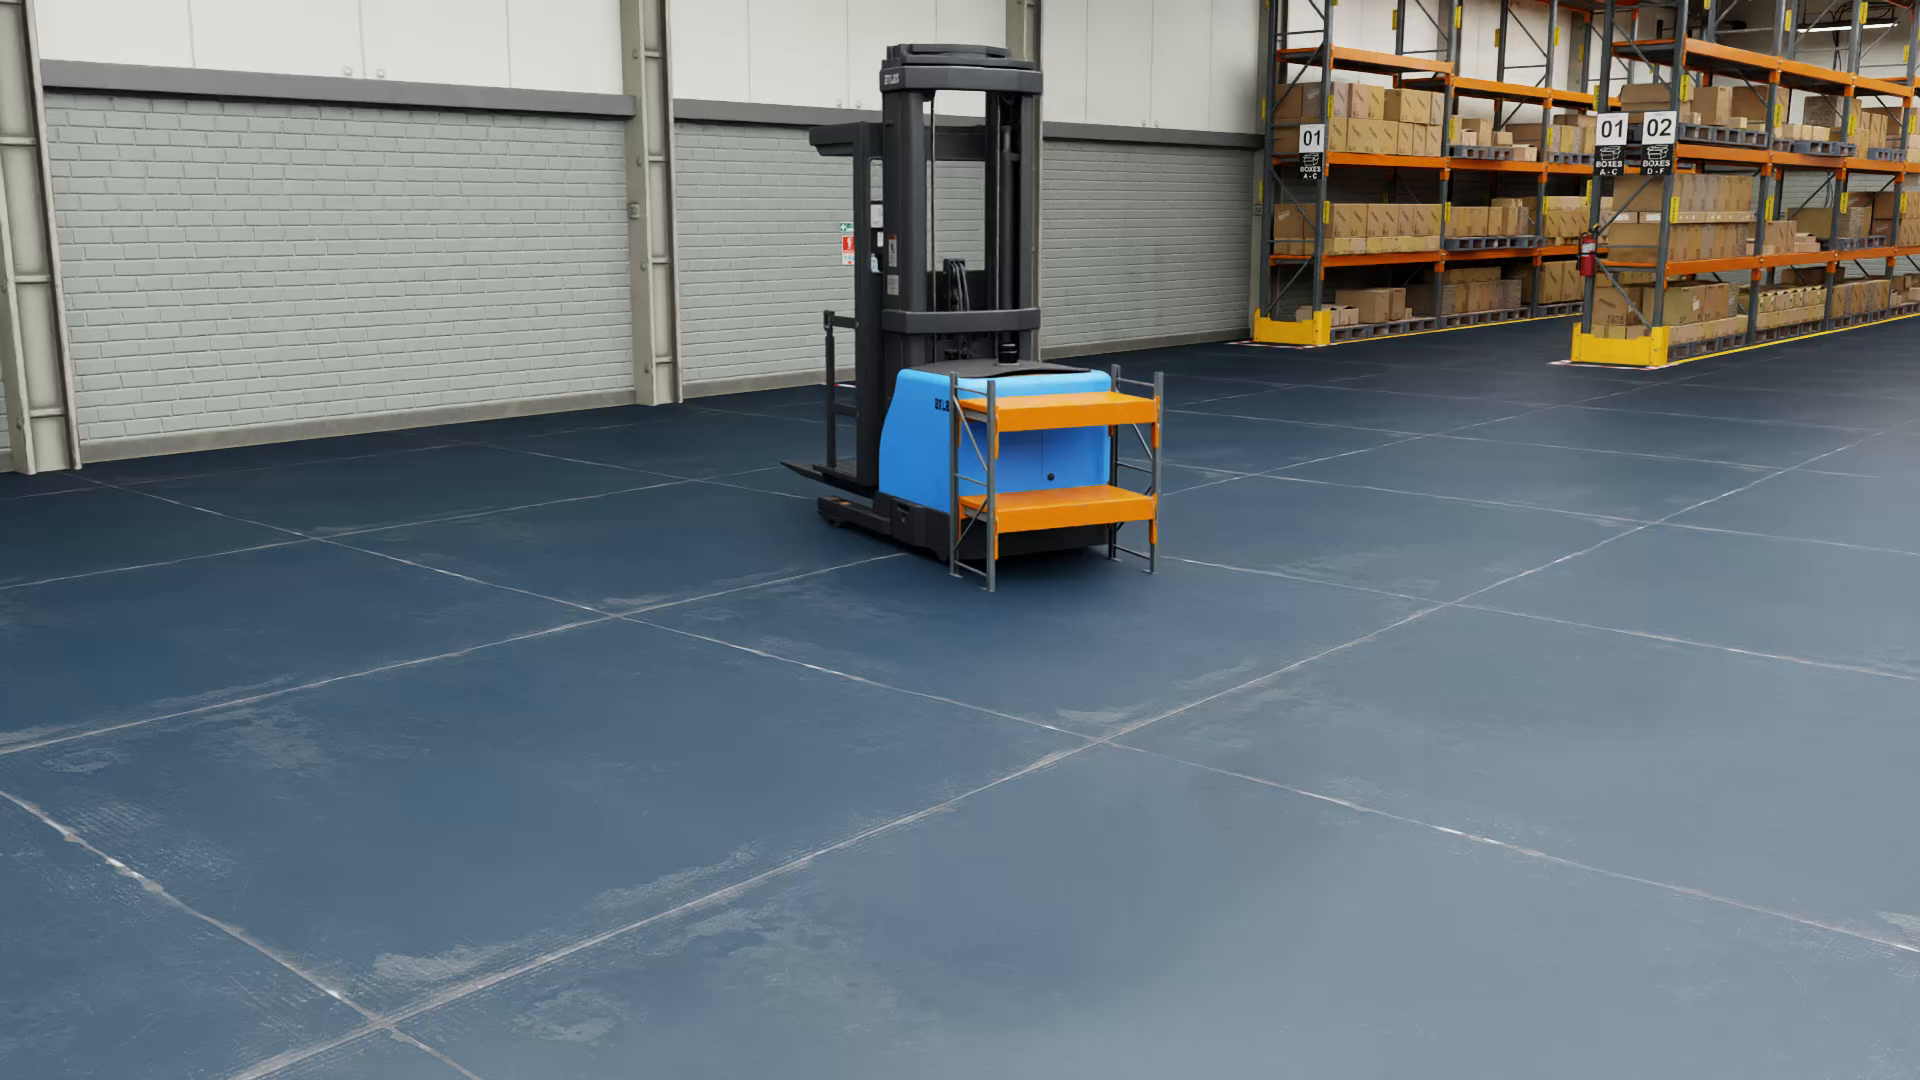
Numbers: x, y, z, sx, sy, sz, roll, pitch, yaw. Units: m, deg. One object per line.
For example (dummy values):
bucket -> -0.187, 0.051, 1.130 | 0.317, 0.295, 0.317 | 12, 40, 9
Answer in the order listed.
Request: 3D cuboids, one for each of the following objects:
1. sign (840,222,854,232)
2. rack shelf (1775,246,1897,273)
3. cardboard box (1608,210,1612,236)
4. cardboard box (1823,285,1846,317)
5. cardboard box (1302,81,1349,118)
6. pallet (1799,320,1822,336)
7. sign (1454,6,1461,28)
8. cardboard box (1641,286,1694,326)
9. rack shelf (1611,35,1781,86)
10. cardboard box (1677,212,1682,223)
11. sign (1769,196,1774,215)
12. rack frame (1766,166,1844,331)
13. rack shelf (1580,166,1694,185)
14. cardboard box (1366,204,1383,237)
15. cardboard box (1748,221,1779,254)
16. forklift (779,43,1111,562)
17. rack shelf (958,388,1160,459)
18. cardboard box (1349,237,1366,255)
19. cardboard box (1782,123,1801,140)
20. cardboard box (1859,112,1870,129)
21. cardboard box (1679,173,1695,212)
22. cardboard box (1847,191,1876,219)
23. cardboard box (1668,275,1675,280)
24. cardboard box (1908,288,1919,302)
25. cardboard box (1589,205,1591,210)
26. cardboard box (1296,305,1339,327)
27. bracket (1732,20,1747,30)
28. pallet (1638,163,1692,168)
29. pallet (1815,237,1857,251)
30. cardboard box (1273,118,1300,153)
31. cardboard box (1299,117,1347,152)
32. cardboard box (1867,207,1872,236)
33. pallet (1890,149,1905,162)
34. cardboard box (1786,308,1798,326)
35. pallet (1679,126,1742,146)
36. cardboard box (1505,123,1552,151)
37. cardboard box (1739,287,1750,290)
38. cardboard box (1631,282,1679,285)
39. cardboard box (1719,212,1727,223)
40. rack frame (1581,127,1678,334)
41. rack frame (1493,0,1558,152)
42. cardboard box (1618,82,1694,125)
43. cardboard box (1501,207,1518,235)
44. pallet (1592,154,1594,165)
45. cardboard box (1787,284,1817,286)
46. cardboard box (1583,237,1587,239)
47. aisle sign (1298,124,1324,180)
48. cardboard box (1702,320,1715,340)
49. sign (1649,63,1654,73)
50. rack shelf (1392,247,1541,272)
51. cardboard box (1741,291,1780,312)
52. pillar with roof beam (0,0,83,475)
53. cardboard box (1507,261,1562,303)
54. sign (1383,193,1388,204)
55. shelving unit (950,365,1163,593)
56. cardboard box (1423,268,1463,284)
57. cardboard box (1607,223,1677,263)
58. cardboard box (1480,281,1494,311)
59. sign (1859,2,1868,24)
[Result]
sign -> -1.277, -3.635, 19.307 | 0.001, 0.109, 0.331 | 10, 15, 40
rack shelf -> 15.289, -4.931, 29.078 | 1.077, 0.370, 4.000 | 10, 15, 40
cardboard box -> 12.770, -6.322, 33.141 | 0.500, 0.500, 0.500 | 9, 15, 39
cardboard box -> 14.484, -4.010, 27.886 | 0.500, 0.500, 0.500 | 11, 15, 43
cardboard box -> 5.401, -6.498, 24.568 | 0.500, 0.500, 0.500 | 8, 14, 36
pallet -> 13.396, -3.506, 27.226 | 1.003, 0.211, 1.213 | 10, 15, 40
sign -> 8.000, -8.407, 26.740 | 0.100, 0.325, 0.005 | 10, 15, 40
cardboard box -> 9.537, -3.162, 22.417 | 0.500, 0.500, 0.500 | 10, 15, 40
rack shelf -> 10.008, -6.500, 22.637 | 1.077, 0.370, 4.000 | 10, 15, 40
cardboard box -> 9.281, -4.249, 21.914 | 0.380, 0.149, 0.250 | 9, 15, 39
sign -> 13.555, -5.587, 27.773 | 0.100, 0.325, 0.005 | 10, 15, 40
rack frame -> 13.969, -4.990, 27.534 | 1.000, 3.000, 0.127 | 10, 15, 40
rack shelf -> 14.206, -7.630, 34.935 | 1.077, 0.370, 4.000 | 10, 15, 40
cardboard box -> 6.185, -4.934, 25.676 | 0.500, 0.500, 0.500 | 9, 14, 39
cardboard box -> 12.195, -4.638, 25.521 | 0.500, 0.500, 0.500 | -11, 16, -43
forklift -> -0.266, -1.557, 10.523 | 1.130, 2.935, 3.031 | -6, 13, -28
rack shelf -> 0.524, -0.646, 9.077 | 1.000, 0.278, 0.538 | -5, 12, -25
cardboard box -> 5.857, -4.498, 25.404 | 0.500, 0.250, 0.500 | 9, 15, 39
cardboard box -> 12.636, -6.278, 25.636 | 0.500, 0.250, 0.500 | 8, 14, 36
cardboard box -> 15.343, -7.092, 28.819 | 0.600, 0.600, 0.600 | 9, 14, 38
cardboard box -> 9.383, -4.651, 22.270 | 0.700, 0.500, 0.500 | 9, 15, 39
cardboard box -> 16.748, -6.225, 30.913 | 0.500, 0.500, 0.500 | 10, 15, 41
cardboard box -> 15.139, -5.671, 36.254 | 0.700, 0.500, 0.500 | 10, 15, 40
cardboard box -> 18.426, -4.786, 32.413 | 0.500, 0.250, 0.500 | 10, 15, 40
cardboard box -> 12.088, -6.540, 32.314 | 0.500, 0.250, 0.500 | 10, 15, 41
cardboard box -> 5.489, -3.440, 25.517 | 0.500, 0.311, 0.500 | 8, 14, 34
bracket -> 18.764, -12.386, 40.061 | 0.235, 0.232, 0.430 | 10, 15, 40
pallet -> 15.044, -8.123, 35.793 | 1.003, 0.211, 1.213 | 10, 15, 40
pallet -> 14.363, -5.004, 28.098 | 1.213, 0.211, 1.003 | 10, 15, 40
cardboard box -> 5.049, -6.076, 25.011 | 0.500, 0.500, 0.500 | -11, 16, -43
cardboard box -> 5.373, -5.999, 24.624 | 0.500, 0.500, 0.500 | 10, 15, 42
cardboard box -> 16.128, -5.792, 30.226 | 0.700, 0.500, 0.500 | 4, 12, 21
pallet -> 16.126, -6.870, 29.770 | 1.213, 0.211, 1.003 | 10, 15, 40
cardboard box -> 12.795, -3.512, 26.086 | 0.500, 0.250, 0.500 | 10, 15, 41
pallet -> 9.979, -5.521, 22.763 | 1.003, 0.211, 1.213 | 10, 15, 40
cardboard box -> 10.516, -7.443, 30.779 | 0.700, 0.500, 0.500 | 8, 14, 36
cardboard box -> 12.385, -3.854, 26.366 | 0.500, 0.311, 0.500 | 10, 15, 40
cardboard box -> 9.798, -3.378, 23.497 | 0.500, 0.500, 0.500 | 10, 15, 40
cardboard box -> 10.470, -4.514, 23.241 | 0.380, 0.149, 0.250 | 10, 15, 42
rack frame -> 8.688, -3.813, 21.641 | 1.000, 3.000, 0.127 | 10, 15, 40
rack frame -> 10.245, -8.571, 30.151 | 1.000, 3.000, 0.127 | 10, 15, 40
cardboard box -> 9.070, -5.693, 21.703 | 0.637, 0.503, 0.797 | -11, 16, -44
cardboard box -> 9.594, -5.738, 29.903 | 0.700, 0.500, 0.500 | 8, 14, 35
pallet -> 12.317, -7.454, 32.702 | 0.805, 0.209, 1.217 | 9, 14, 38
cardboard box -> 14.410, -4.147, 28.577 | 0.500, 0.500, 0.500 | 11, 15, 43
cardboard box -> 12.003, -5.837, 32.368 | 0.380, 0.149, 0.250 | 9, 15, 39
aisle sign -> 5.142, -5.678, 24.343 | 0.394, 0.787, 0.004 | 10, 15, 40
cardboard box -> 10.200, -2.941, 23.224 | 0.500, 0.250, 0.500 | 10, 15, 40
sign -> 15.113, -10.357, 36.300 | 0.100, 0.325, 0.005 | 10, 15, 40
rack shelf -> 8.925, -4.982, 29.335 | 1.077, 0.370, 4.000 | 10, 15, 40
cardboard box -> 12.122, -3.635, 25.270 | 0.500, 0.311, 0.500 | 10, 15, 40
pillar with roof beam -> -3.872, -4.404, 9.287 | 9.100, 9.000, 0.400 | 10, 15, 40
cardboard box -> 10.829, -4.872, 31.364 | 0.750, 0.750, 0.750 | 10, 15, 40
sign -> 7.185, -5.680, 28.035 | 0.100, 0.325, 0.005 | 10, 15, 40
shelving unit -> 0.524, -0.359, 9.135 | 1.048, 1.125, 0.538 | -5, 12, -25
cardboard box -> 8.366, -4.574, 28.800 | 0.500, 0.250, 0.500 | 9, 15, 39
cardboard box -> 9.005, -3.929, 21.967 | 0.700, 0.500, 0.500 | 10, 15, 40
cardboard box -> 9.075, -4.369, 29.687 | 0.700, 0.500, 0.500 | 10, 15, 40
sign -> 14.388, -8.396, 26.483 | 0.100, 0.325, 0.005 | 10, 15, 40
